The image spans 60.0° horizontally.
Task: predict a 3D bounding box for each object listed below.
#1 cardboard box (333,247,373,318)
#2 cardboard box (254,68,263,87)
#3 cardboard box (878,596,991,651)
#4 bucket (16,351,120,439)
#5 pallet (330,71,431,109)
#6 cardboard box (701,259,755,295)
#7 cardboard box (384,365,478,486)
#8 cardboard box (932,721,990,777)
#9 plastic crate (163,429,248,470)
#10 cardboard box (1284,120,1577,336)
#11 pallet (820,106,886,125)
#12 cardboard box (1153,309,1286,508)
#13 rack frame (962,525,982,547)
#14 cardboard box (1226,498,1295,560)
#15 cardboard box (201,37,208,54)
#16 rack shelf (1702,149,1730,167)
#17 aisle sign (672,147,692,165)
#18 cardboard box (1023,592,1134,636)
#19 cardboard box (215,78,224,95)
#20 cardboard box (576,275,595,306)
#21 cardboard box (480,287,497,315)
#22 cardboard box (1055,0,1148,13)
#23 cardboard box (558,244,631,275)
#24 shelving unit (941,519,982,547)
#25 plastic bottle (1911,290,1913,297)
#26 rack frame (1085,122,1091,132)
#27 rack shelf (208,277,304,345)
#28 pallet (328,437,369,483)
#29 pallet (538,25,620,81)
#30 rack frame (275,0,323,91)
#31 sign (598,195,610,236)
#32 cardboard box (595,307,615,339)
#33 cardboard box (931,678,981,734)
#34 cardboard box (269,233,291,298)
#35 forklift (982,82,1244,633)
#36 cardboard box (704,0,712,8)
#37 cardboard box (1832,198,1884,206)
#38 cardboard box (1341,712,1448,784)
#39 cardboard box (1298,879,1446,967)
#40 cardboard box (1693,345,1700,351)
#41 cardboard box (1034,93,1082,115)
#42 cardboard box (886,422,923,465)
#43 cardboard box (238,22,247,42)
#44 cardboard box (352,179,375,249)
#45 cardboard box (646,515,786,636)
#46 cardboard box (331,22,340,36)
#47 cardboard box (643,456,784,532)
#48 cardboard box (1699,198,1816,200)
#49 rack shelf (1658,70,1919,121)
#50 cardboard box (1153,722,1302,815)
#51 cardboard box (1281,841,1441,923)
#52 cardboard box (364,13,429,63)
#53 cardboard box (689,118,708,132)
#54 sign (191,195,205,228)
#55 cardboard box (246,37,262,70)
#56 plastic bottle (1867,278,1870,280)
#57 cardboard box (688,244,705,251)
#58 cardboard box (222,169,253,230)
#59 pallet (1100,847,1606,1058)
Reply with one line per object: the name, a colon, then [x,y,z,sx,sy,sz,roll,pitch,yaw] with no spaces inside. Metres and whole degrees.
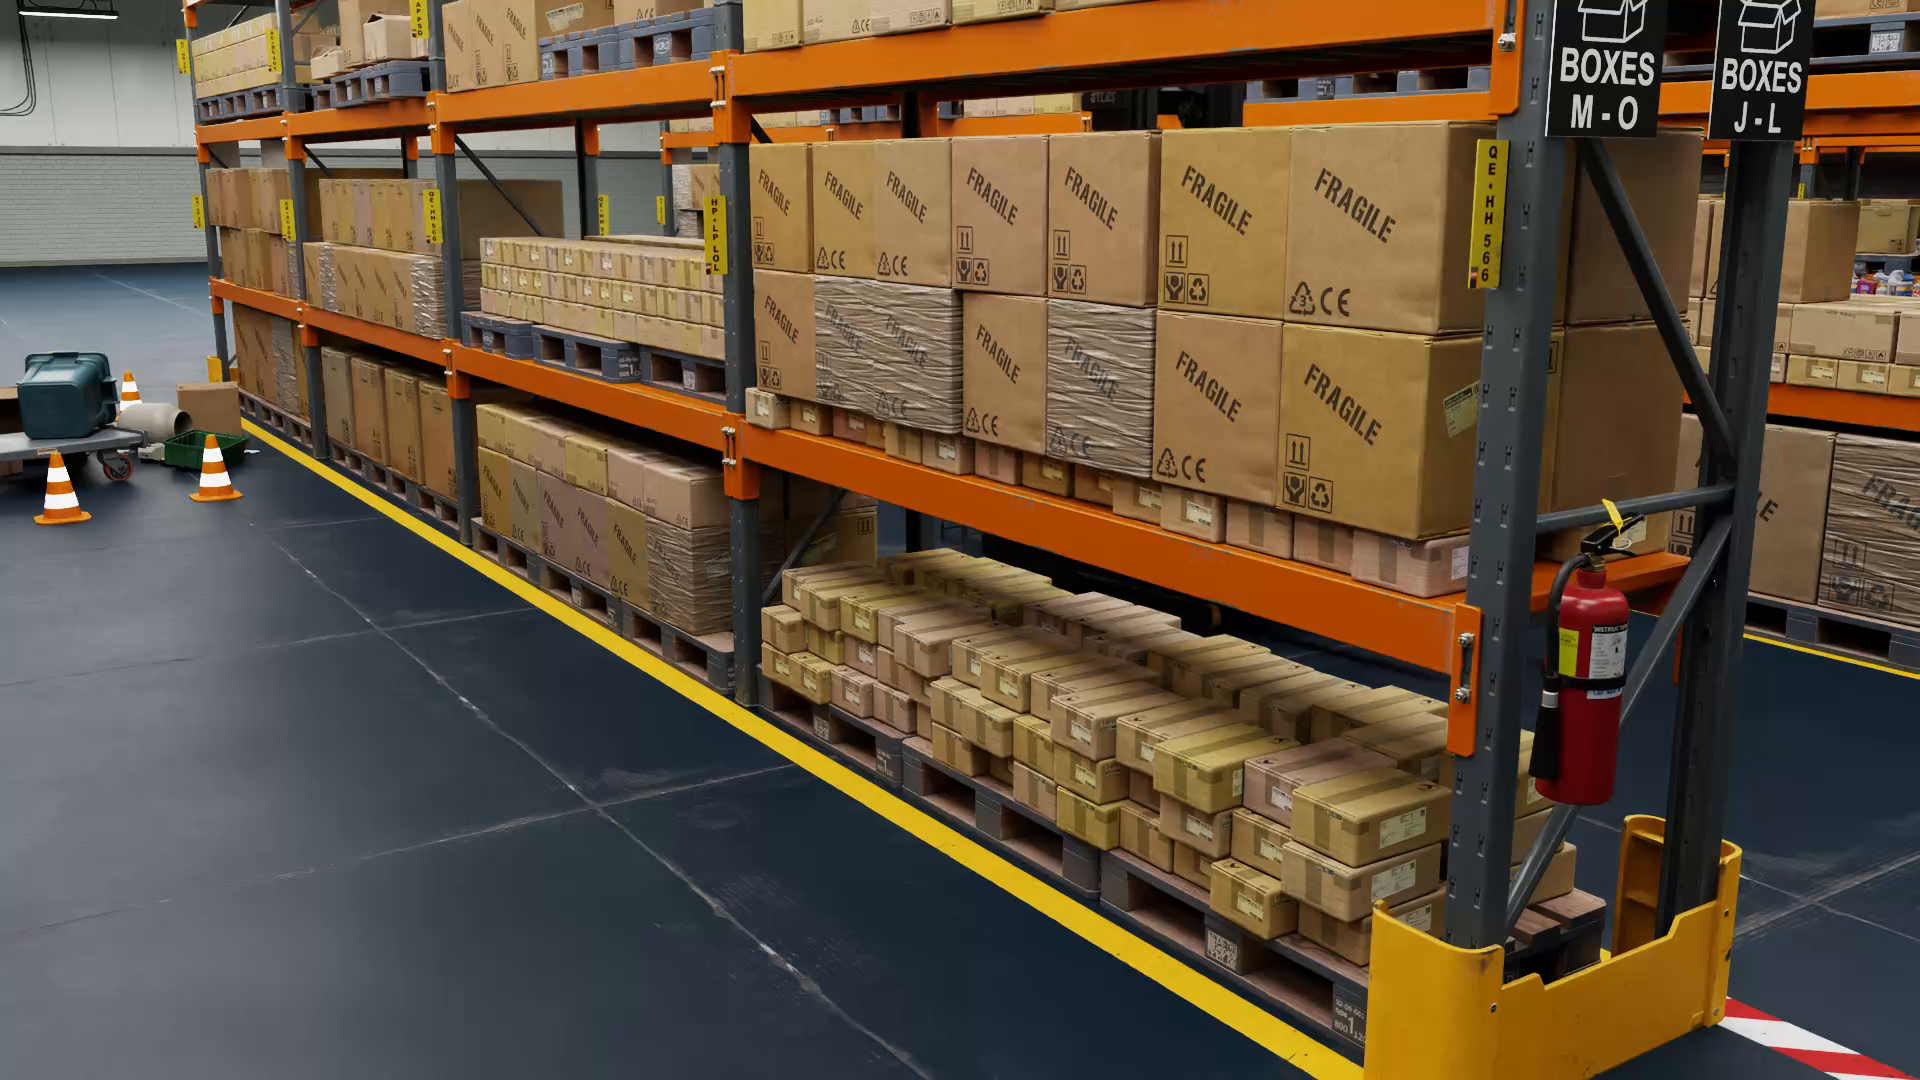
cardboard box: [-4.375,-1.946,12.505,0.500,0.500,0.500,-8,15,-33]
cardboard box: [-5.750,-3.916,14.095,0.380,0.149,0.250,-8,15,-32]
cardboard box: [-0.099,0.343,6.570,0.380,0.149,0.250,-9,15,-34]
bucket: [-6.992,-1.096,12.957,0.726,0.611,0.620,-3,23,-13]
pallet: [-3.804,-3.170,11.757,1.003,0.211,1.213,-7,14,-30]
cardboard box: [-0.950,-1.200,7.540,0.380,0.149,0.250,-7,14,-30]
cardboard box: [-3.531,-0.870,12.103,1.050,0.750,0.750,-8,15,-32]
cardboard box: [0.122,0.738,6.157,0.380,0.149,0.250,-9,15,-34]
plastic crate: [-6.185,-0.732,13.634,0.450,0.188,0.662,9,12,-6]
cardboard box: [1.190,-0.802,4.236,0.500,0.500,0.500,-8,15,-34]
pallet: [-0.559,-4.022,15.649,1.213,0.211,1.003,-8,15,-33]
cardboard box: [0.907,-0.403,4.753,0.500,0.500,0.500,-8,15,-34]
rack frame: [0.097,-0.482,10.607,0.200,1.050,0.008,-8,15,-33]
cardboard box: [0.977,-0.061,4.705,0.380,0.149,0.250,-8,15,-33]
cardboard box: [-7.014,-4.712,15.870,0.380,0.149,0.250,-8,15,-34]
rack shelf: [10.450,-5.999,25.936,1.077,0.370,4.000,-8,15,-33]
aisle sign: [-3.313,-4.727,19.373,0.394,0.787,0.004,-8,15,-33]
cardboard box: [0.473,0.328,6.640,0.380,0.149,0.250,-9,15,-35]
cardboard box: [-6.731,-4.231,15.538,0.380,0.149,0.250,-8,15,-33]
cardboard box: [-1.813,-1.332,8.839,0.380,0.149,0.250,-7,14,-31]
cardboard box: [-2.702,-1.469,10.163,0.380,0.149,0.250,-8,15,-34]
cardboard box: [0.626,-1.689,4.892,0.500,0.250,0.500,-7,14,-30]
cardboard box: [-1.957,-1.524,9.024,0.380,0.149,0.250,-8,14,-31]
shelving unit: [0.030,-0.503,10.706,0.215,1.050,0.252,-8,15,-33]
plastic bottle: [7.349,-1.887,12.934,0.097,0.201,0.097,0,12,0]
rack frame: [1.404,-2.059,13.257,1.000,3.000,0.127,-8,15,-33]
rack shelf: [-6.106,-2.206,15.611,1.077,0.370,4.000,-8,15,-33]
pallet: [-4.507,-0.711,13.618,1.003,0.211,1.213,-8,15,-33]
pallet: [-1.396,-2.459,8.502,1.213,0.211,1.003,-8,15,-33]
rack frame: [-4.998,-5.132,13.266,1.000,3.000,0.127,-8,15,-33]
sign: [-2.335,-2.083,10.840,0.100,0.325,0.005,-8,15,-33]
cardboard box: [-1.675,-1.140,8.657,0.380,0.149,0.250,-7,14,-30]
cardboard box: [0.116,0.592,6.128,0.380,0.149,0.250,-8,15,-33]
cardboard box: [-5.536,-2.434,14.620,0.875,0.550,0.550,-8,15,-33]
forklift: [1.472,-1.067,8.881,1.130,2.935,3.031,-10,16,-40]
cardboard box: [-0.878,-2.587,7.875,0.500,0.311,0.500,-8,15,-34]
cardboard box: [12.506,-4.485,23.086,0.700,0.500,0.500,-6,14,-25]
cardboard box: [1.391,0.661,5.113,0.380,0.149,0.250,-8,15,-32]
cardboard box: [1.186,1.051,4.723,0.380,0.149,0.250,-8,15,-32]
cardboard box: [3.946,-0.993,8.969,0.380,0.149,0.250,-9,15,-34]
cardboard box: [0.936,-3.507,13.206,0.500,0.250,0.500,-8,15,-33]
cardboard box: [-0.053,-0.387,6.197,0.380,0.149,0.250,-8,15,-32]
cardboard box: [-6.028,-4.395,14.421,0.380,0.149,0.250,-8,15,-33]
cardboard box: [-4.151,-2.470,12.561,0.700,0.500,0.500,-8,15,-32]
cardboard box: [-1.185,0.136,8.089,0.500,0.500,0.500,-8,15,-34]
cardboard box: [-5.199,-4.383,14.366,0.380,0.149,0.250,-8,15,-33]
cardboard box: [-1.188,-0.232,8.012,0.500,0.250,0.500,-9,15,-34]
cardboard box: [4.371,-1.646,9.269,0.500,0.500,0.500,-8,15,-32]
rack shelf: [4.728,-2.106,8.133,1.077,0.370,4.000,-8,15,-33]
cardboard box: [0.806,0.683,5.015,0.380,0.149,0.250,-8,15,-34]
cardboard box: [1.121,0.915,4.651,0.380,0.149,0.250,-9,15,-34]
cardboard box: [-3.610,-3.316,10.975,0.500,0.311,0.500,-8,15,-33]
cardboard box: [-2.686,-4.667,18.510,0.500,0.250,0.500,-8,15,-34]
sign: [-7.679,-3.310,16.764,0.100,0.325,0.005,-8,15,-33]
cardboard box: [-5.764,-4.140,14.188,0.500,0.250,0.500,-8,15,-33]
plastic bottle: [7.506,-2.071,13.774,0.097,0.201,0.097,0,12,0]
cardboard box: [-1.270,-1.554,9.157,0.380,0.149,0.250,-8,14,-31]
cardboard box: [-6.462,-3.240,15.780,0.875,0.550,0.550,-8,15,-33]
pallet: [1.188,1.133,5.188,1.003,0.211,1.213,-8,15,-33]
